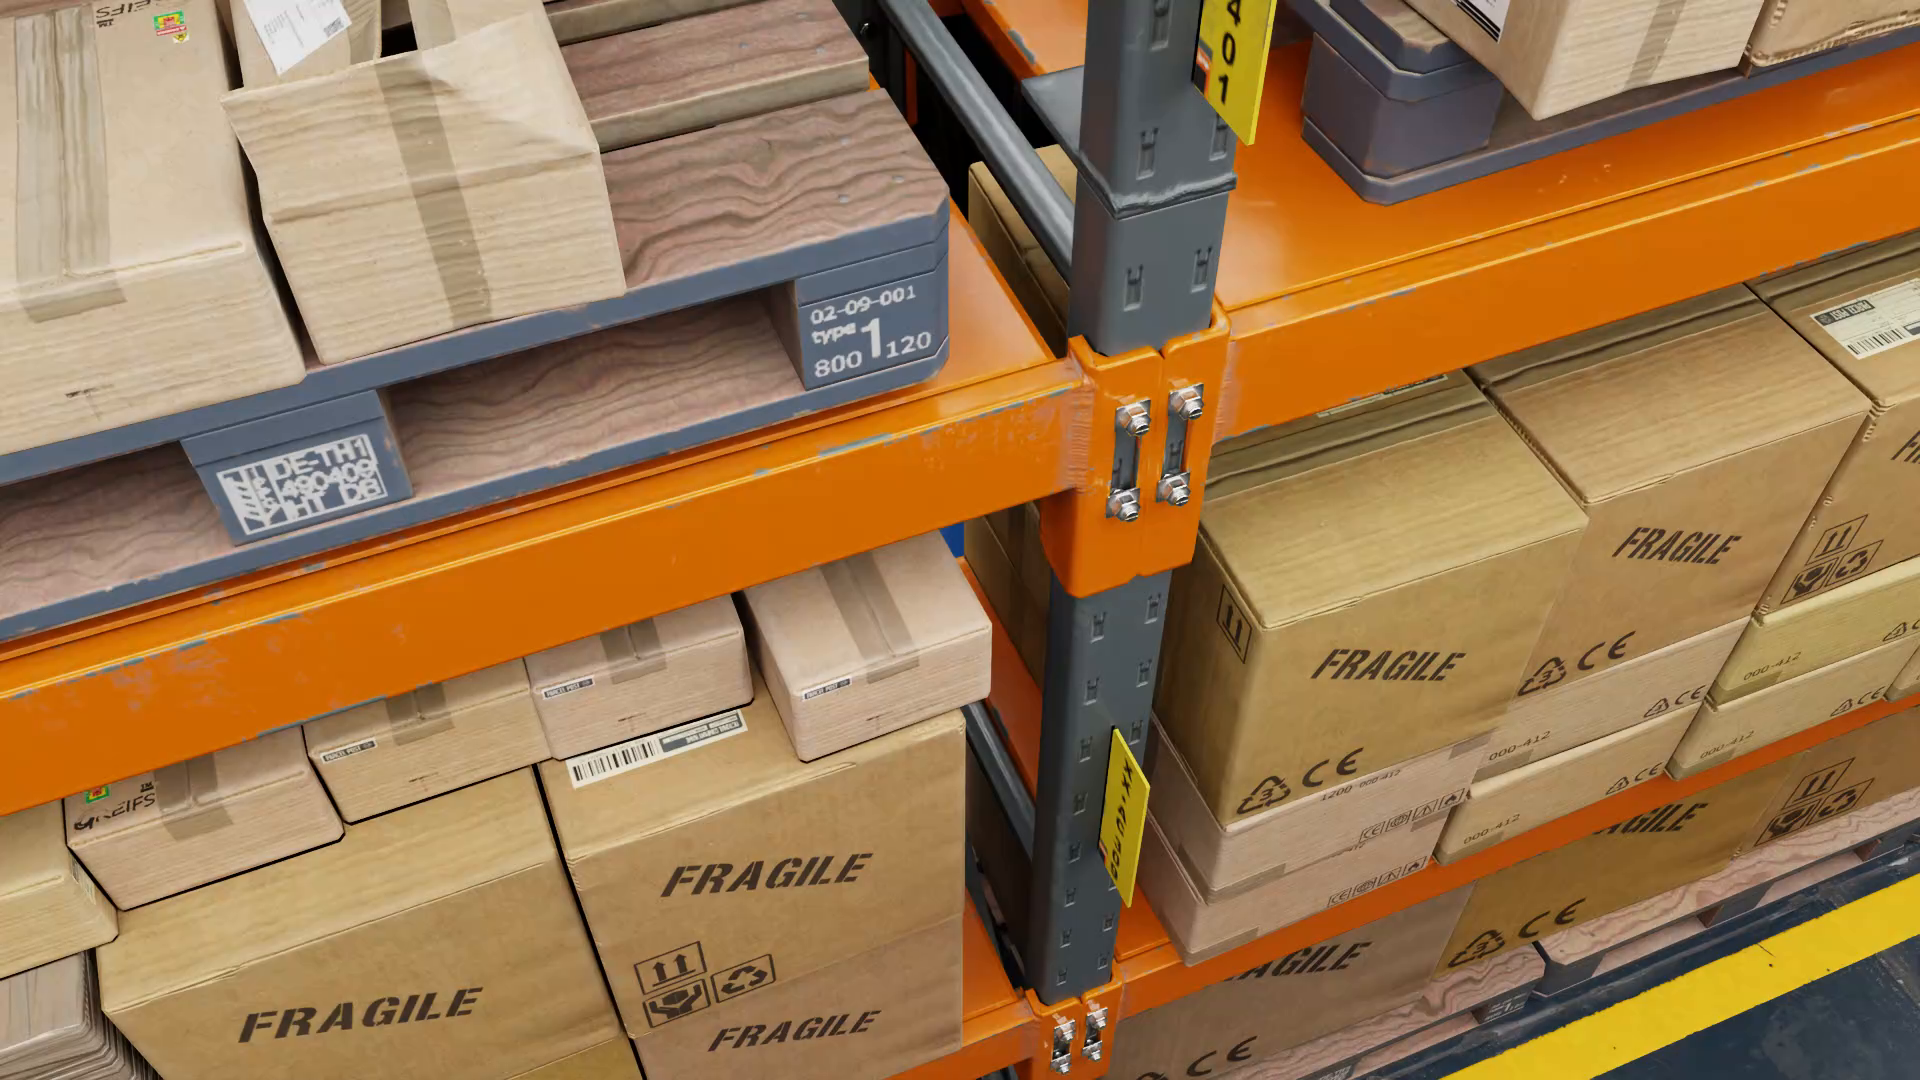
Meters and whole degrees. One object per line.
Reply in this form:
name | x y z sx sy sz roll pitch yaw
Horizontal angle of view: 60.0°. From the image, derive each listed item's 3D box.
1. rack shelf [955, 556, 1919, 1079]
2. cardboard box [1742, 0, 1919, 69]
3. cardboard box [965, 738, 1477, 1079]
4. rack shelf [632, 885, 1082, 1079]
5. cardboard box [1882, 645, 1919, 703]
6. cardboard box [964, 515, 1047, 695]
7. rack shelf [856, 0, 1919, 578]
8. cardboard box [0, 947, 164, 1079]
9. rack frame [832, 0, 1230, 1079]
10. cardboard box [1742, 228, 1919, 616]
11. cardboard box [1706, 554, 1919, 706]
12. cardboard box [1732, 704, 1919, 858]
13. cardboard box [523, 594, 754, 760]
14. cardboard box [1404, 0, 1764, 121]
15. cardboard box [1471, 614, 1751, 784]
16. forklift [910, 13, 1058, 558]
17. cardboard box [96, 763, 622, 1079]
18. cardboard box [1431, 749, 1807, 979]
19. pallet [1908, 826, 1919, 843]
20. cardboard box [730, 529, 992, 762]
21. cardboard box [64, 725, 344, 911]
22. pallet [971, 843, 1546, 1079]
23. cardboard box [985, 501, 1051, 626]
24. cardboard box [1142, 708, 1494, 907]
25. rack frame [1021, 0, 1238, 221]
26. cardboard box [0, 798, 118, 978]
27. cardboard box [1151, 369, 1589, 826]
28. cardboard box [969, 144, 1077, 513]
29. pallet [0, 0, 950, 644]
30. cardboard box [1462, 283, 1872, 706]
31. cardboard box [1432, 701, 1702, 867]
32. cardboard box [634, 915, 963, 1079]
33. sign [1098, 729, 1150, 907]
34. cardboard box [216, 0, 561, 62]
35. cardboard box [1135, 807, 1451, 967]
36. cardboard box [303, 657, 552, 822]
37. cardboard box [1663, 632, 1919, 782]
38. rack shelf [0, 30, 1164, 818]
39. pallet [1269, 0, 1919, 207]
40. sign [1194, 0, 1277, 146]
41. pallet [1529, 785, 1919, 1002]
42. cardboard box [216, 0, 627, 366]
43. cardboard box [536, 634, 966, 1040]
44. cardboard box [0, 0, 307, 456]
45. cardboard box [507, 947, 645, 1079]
rack shelf | 1.866 -0.029 3.772 4.000 0.370 1.077 -17 52 -14
cardboard box | 0.940 -0.886 1.713 0.500 0.500 0.500 -18 52 -15
cardboard box | 0.559 0.632 3.854 0.875 0.875 0.875 -16 51 -13
rack shelf | -1.837 1.118 2.787 4.000 0.370 1.077 -17 52 -14
cardboard box | 1.947 -0.004 3.375 0.500 0.250 0.500 -18 52 -15
cardboard box | 0.335 0.053 3.326 0.500 0.250 0.500 -18 52 -15
rack shelf | 1.866 -1.006 2.634 4.000 0.370 1.077 -17 52 -14
cardboard box | -1.258 0.574 2.055 0.500 0.500 0.500 -17 51 -14
rack frame | 0.015 0.310 3.006 0.127 3.000 1.000 -17 52 -14
cardboard box | 1.457 -0.280 2.788 0.500 0.500 0.500 -18 52 -15
cardboard box | 1.478 -0.027 3.065 0.500 0.250 0.500 -17 51 -14
cardboard box | 2.220 0.111 4.301 0.875 0.875 0.875 -17 51 -14
cardboard box | -0.435 0.052 2.076 0.250 0.149 0.380 -16 51 -13
cardboard box | 0.610 -0.658 1.672 0.258 0.266 0.396 -18 52 -15
cardboard box | 1.001 0.099 2.957 0.500 0.250 0.500 -16 51 -14
forklift | -0.446 -1.287 4.423 3.031 2.935 1.130 37 58 27
cardboard box | -0.790 0.421 2.186 0.500 0.500 0.500 -18 52 -15
cardboard box | 1.392 0.367 4.081 0.875 0.875 0.875 -16 51 -13
pallet | 2.959 0.245 4.901 1.213 0.211 1.003 -17 52 -14
cardboard box | -0.150 0.052 2.075 0.250 0.149 0.380 -18 52 -15
cardboard box | -0.897 0.202 1.947 0.250 0.149 0.380 -18 52 -15
pallet | 0.701 0.945 4.300 1.213 0.211 1.003 -17 52 -14
cardboard box | 0.331 -0.101 3.129 0.500 0.250 0.500 -17 52 -14
cardboard box | 0.529 0.268 2.812 0.500 0.250 0.500 -19 52 -15
rack frame | 0.015 -1.644 0.730 0.127 3.000 1.000 -17 52 -14
cardboard box | -1.115 0.299 1.864 0.250 0.149 0.380 -18 52 -15
cardboard box | 0.531 0.028 2.524 0.500 0.500 0.500 -17 51 -14
cardboard box | 0.333 -0.353 2.851 0.500 0.500 0.500 -16 51 -13
pallet | -0.747 -0.411 1.707 1.213 0.211 1.003 -17 52 -14
cardboard box | 0.991 -0.138 2.666 0.500 0.500 0.500 -17 52 -14
cardboard box | 1.000 0.269 3.141 0.500 0.250 0.500 -18 52 -15
cardboard box | -0.318 0.590 2.700 0.500 0.500 0.500 -17 51 -14
sign | 0.226 0.392 2.313 0.005 0.325 0.100 -17 52 -14
cardboard box | -0.609 -0.848 1.615 0.500 0.500 0.500 -16 51 -14
cardboard box | 0.522 0.418 3.012 0.500 0.250 0.500 -18 52 -15
cardboard box | -0.670 0.117 2.020 0.250 0.149 0.380 -17 51 -14
cardboard box | 1.481 0.133 3.257 0.500 0.250 0.500 -18 52 -15
rack shelf | -1.837 0.141 1.649 4.000 0.370 1.077 -17 52 -14
pallet | 0.845 -0.902 2.197 1.217 0.209 0.805 -19 52 -16
sign | 0.226 -0.472 1.308 0.005 0.325 0.100 -17 52 -14
pallet | 1.832 0.592 4.603 1.213 0.211 1.003 -17 52 -14
cardboard box | -0.455 -0.385 1.372 0.258 0.266 0.396 -16 51 -13
cardboard box | -0.318 0.281 2.306 0.500 0.500 0.500 -18 52 -15
cardboard box | -0.700 -0.271 1.351 0.250 0.149 0.380 -16 51 -13
cardboard box | -0.792 0.742 2.570 0.500 0.500 0.500 -18 52 -15
